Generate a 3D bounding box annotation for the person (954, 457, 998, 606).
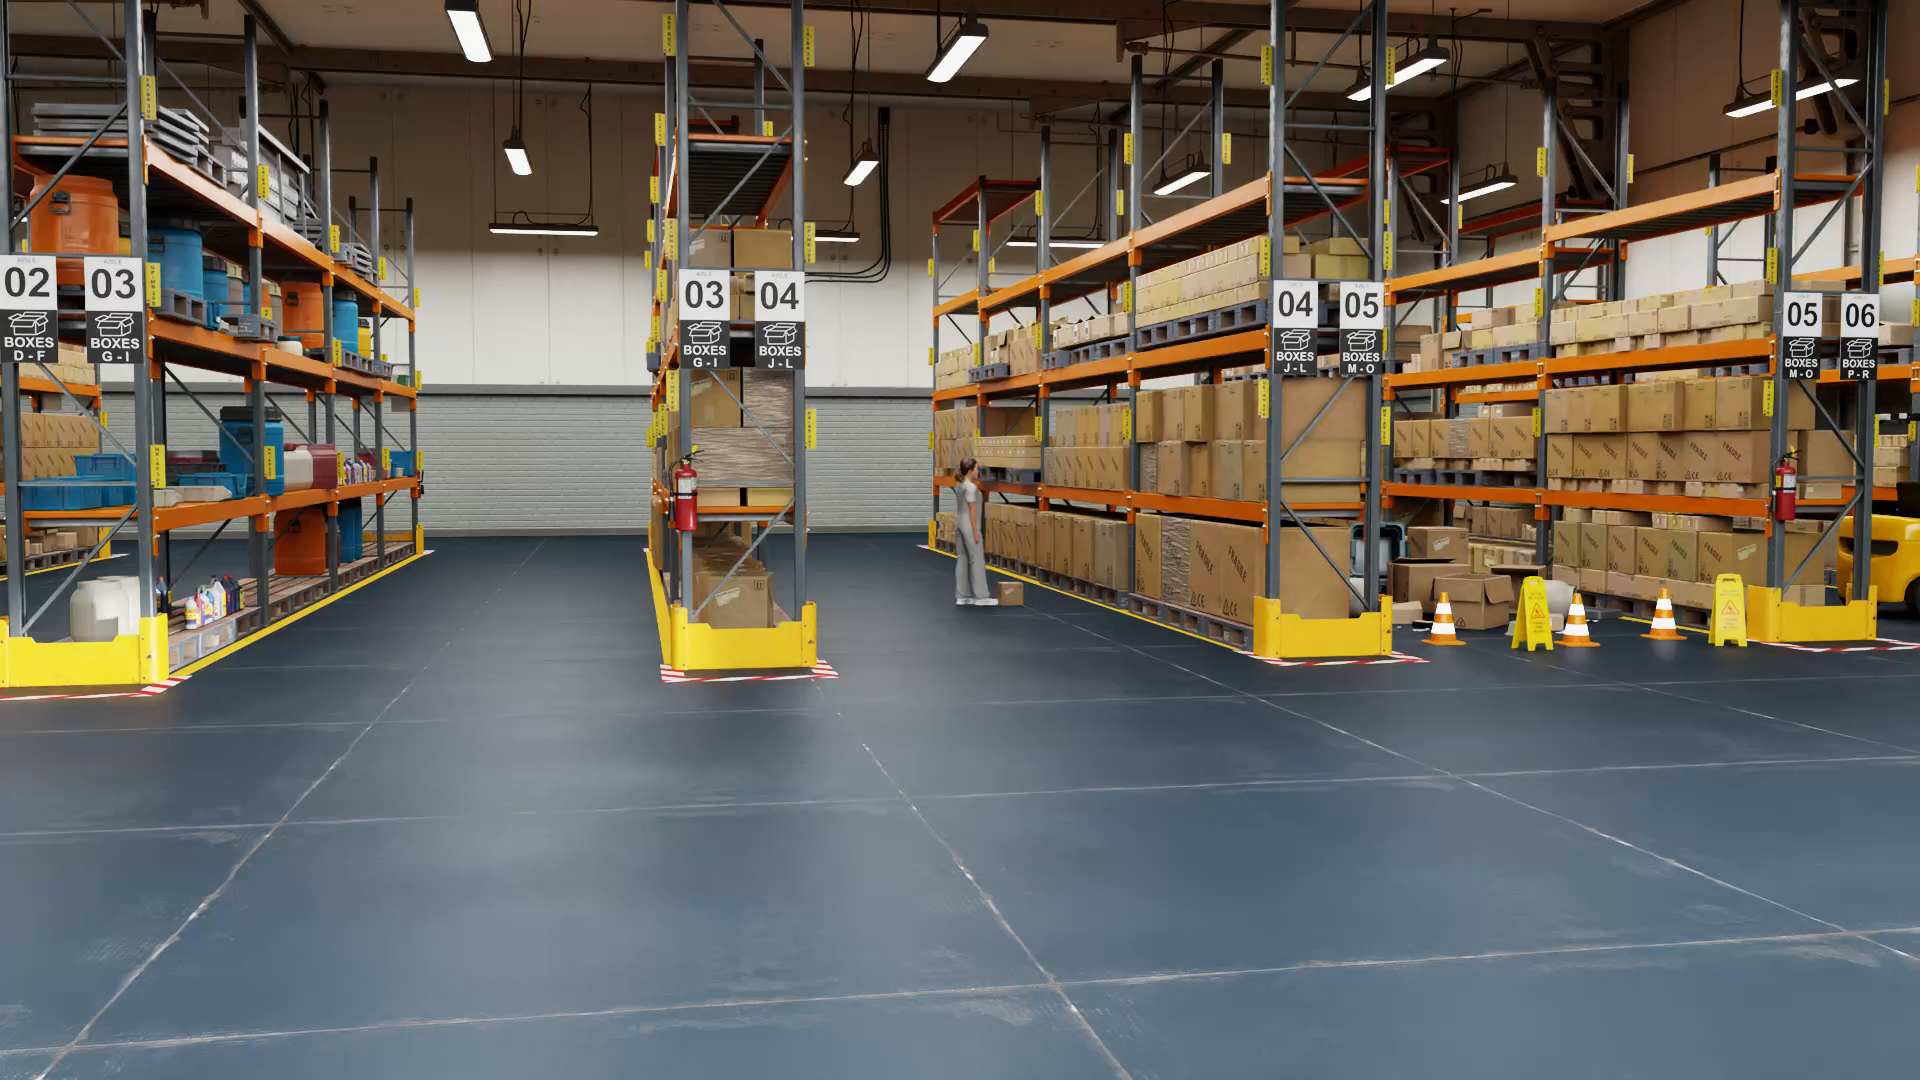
[{"bbox_3d":[0.156,-0.099,18.871,0.465,1.672,0.486,-1,3,-24],"label":"person"}]
